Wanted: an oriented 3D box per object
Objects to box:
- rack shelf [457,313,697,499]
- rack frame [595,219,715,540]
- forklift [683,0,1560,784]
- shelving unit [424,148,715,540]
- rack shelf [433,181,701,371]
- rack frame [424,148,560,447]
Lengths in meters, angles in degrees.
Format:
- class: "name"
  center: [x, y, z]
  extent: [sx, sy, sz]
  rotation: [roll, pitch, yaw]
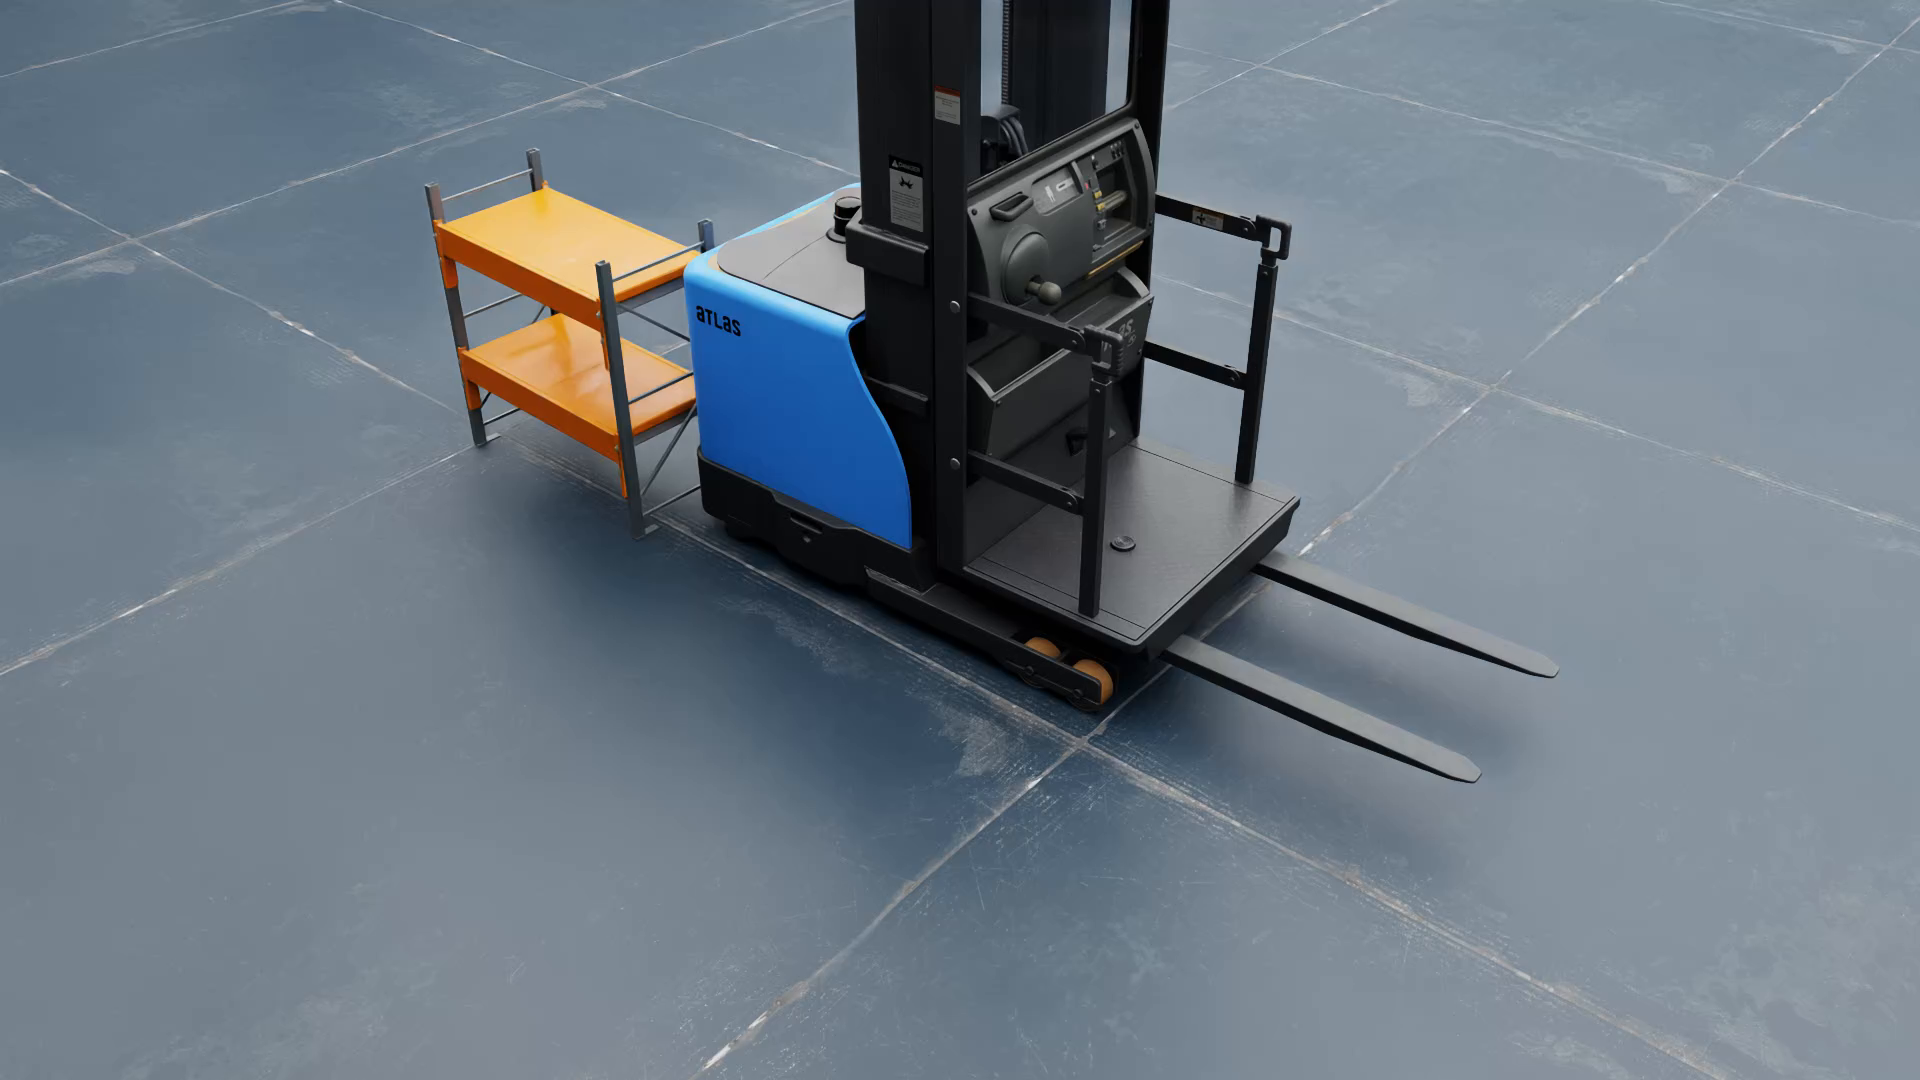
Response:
- class: "rack shelf"
  center: [-1.437, -0.563, 6.509]
  extent: [1.000, 0.278, 0.538]
  rotation: [27, 43, 33]
- class: "rack frame"
  center: [-1.059, -0.573, 6.091]
  extent: [0.032, 1.125, 0.500]
  rotation: [27, 43, 33]
- class: "forklift"
  center: [0.498, -0.991, 5.104]
  extent: [3.031, 2.935, 1.130]
  rotation: [24, 41, 30]
- class: "shelving unit"
  center: [-1.437, -0.765, 6.370]
  extent: [1.048, 1.125, 0.538]
  rotation: [27, 43, 33]
- class: "rack shelf"
  center: [-1.437, -1.006, 6.205]
  extent: [1.000, 0.278, 0.538]
  rotation: [27, 43, 33]
- class: "rack frame"
  center: [-1.816, -0.957, 6.650]
  extent: [0.032, 1.125, 0.500]
  rotation: [27, 43, 33]
